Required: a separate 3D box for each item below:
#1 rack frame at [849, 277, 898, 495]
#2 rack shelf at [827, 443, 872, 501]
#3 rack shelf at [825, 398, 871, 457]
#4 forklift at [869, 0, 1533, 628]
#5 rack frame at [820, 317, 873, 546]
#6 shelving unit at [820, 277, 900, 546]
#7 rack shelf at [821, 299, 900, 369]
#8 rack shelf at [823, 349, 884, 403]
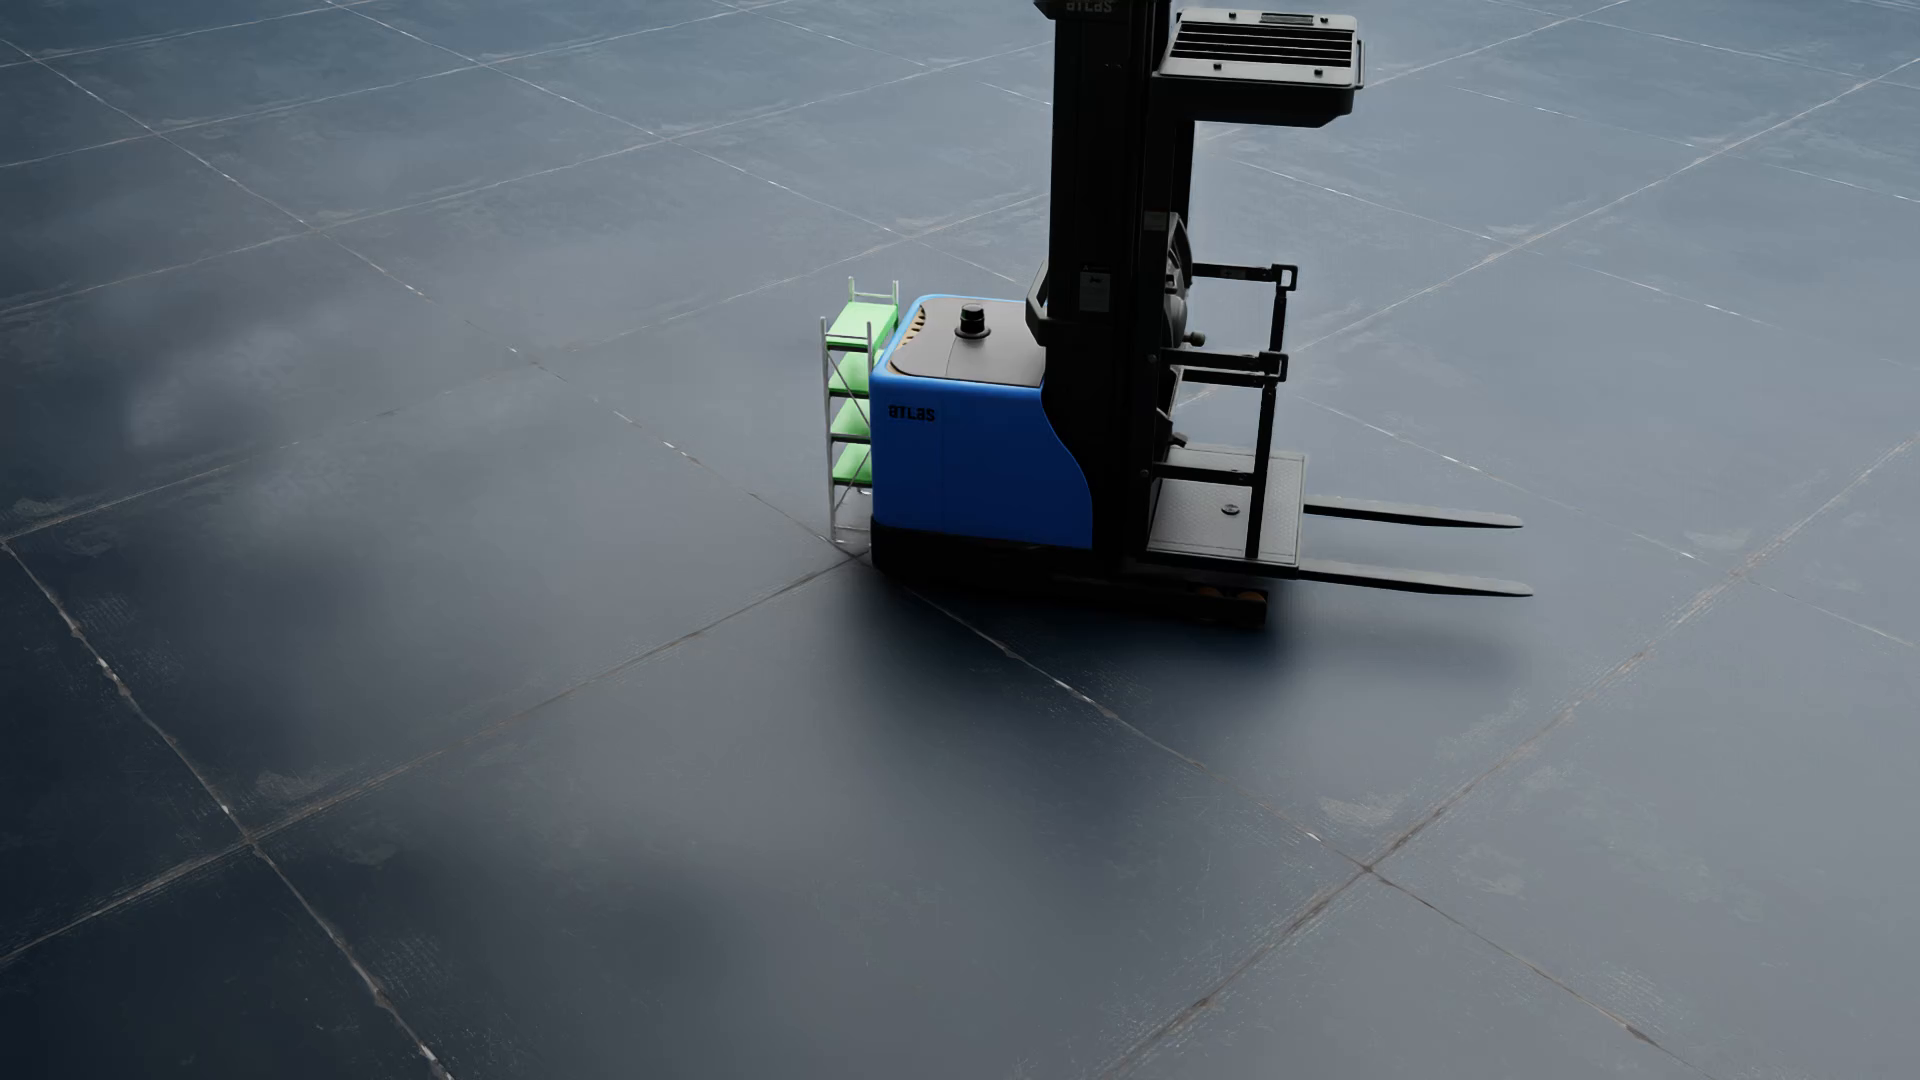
[{"bbox_3d":[-0.417,-0.742,8.313,0.240,1.200,0.015,6,32,10],"label":"rack frame"},{"bbox_3d":[-0.467,-0.359,8.268,0.258,0.148,0.480,6,32,10],"label":"rack shelf"},{"bbox_3d":[-0.468,-0.563,8.143,0.258,0.148,0.480,6,32,10],"label":"rack shelf"},{"bbox_3d":[1.149,-1.152,7.324,3.031,2.935,1.130,6,32,10],"label":"forklift"},{"bbox_3d":[-0.519,-0.493,7.906,0.240,1.200,0.015,6,32,10],"label":"rack frame"},{"bbox_3d":[-0.468,-0.618,8.110,0.258,1.200,0.503,6,32,10],"label":"shelving unit"},{"bbox_3d":[-0.469,-0.973,7.893,0.258,0.148,0.480,6,32,10],"label":"rack shelf"},{"bbox_3d":[-0.469,-0.768,8.018,0.258,0.148,0.480,6,32,10],"label":"rack shelf"}]
